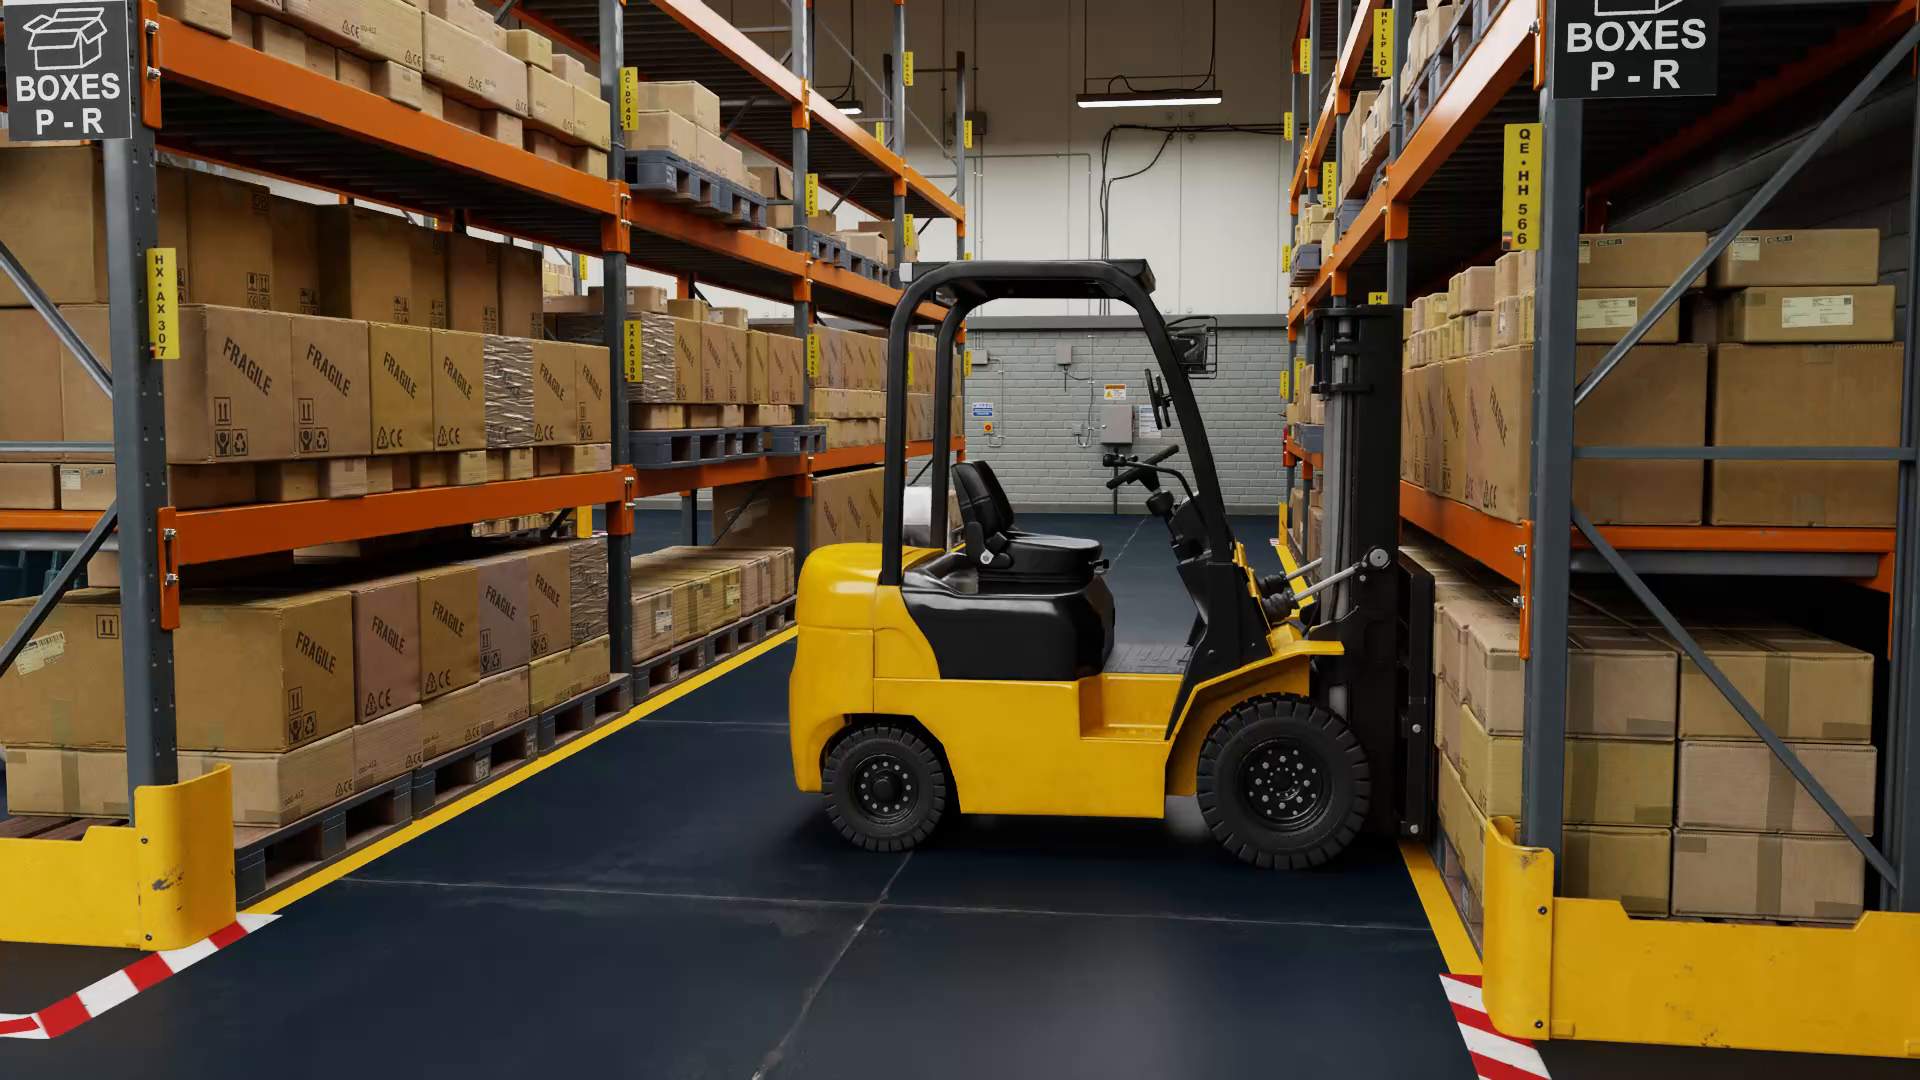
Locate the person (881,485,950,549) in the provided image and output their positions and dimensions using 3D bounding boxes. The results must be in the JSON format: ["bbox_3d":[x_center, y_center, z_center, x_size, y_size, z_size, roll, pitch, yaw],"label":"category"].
[{"bbox_3d":[-0.323,0.136,12.180,0.480,1.075,0.982,0,4,5],"label":"person"}]
